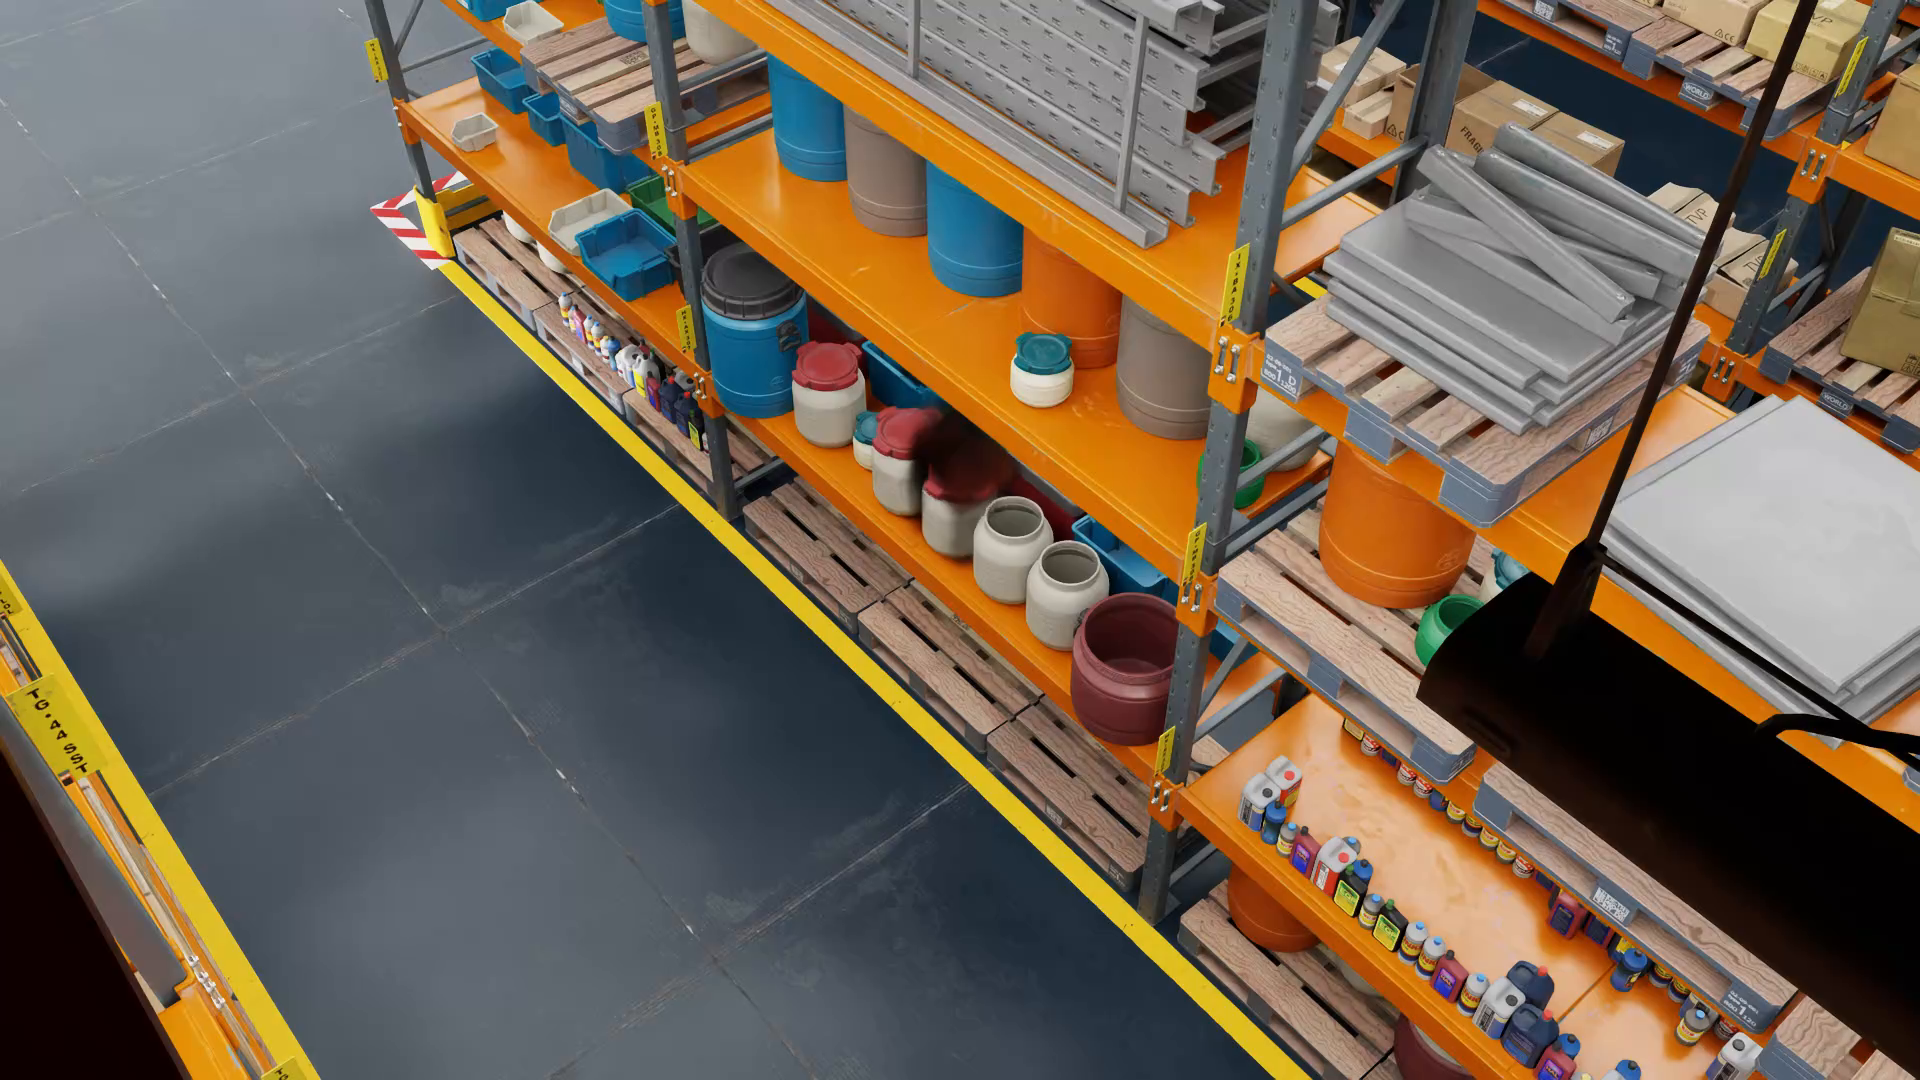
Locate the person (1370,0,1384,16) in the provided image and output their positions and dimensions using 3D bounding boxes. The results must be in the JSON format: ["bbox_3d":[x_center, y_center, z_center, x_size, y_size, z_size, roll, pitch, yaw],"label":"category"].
[{"bbox_3d":[3.986,-5.549,15.092,0.454,1.659,0.447,-6,47,-5],"label":"person"}]
